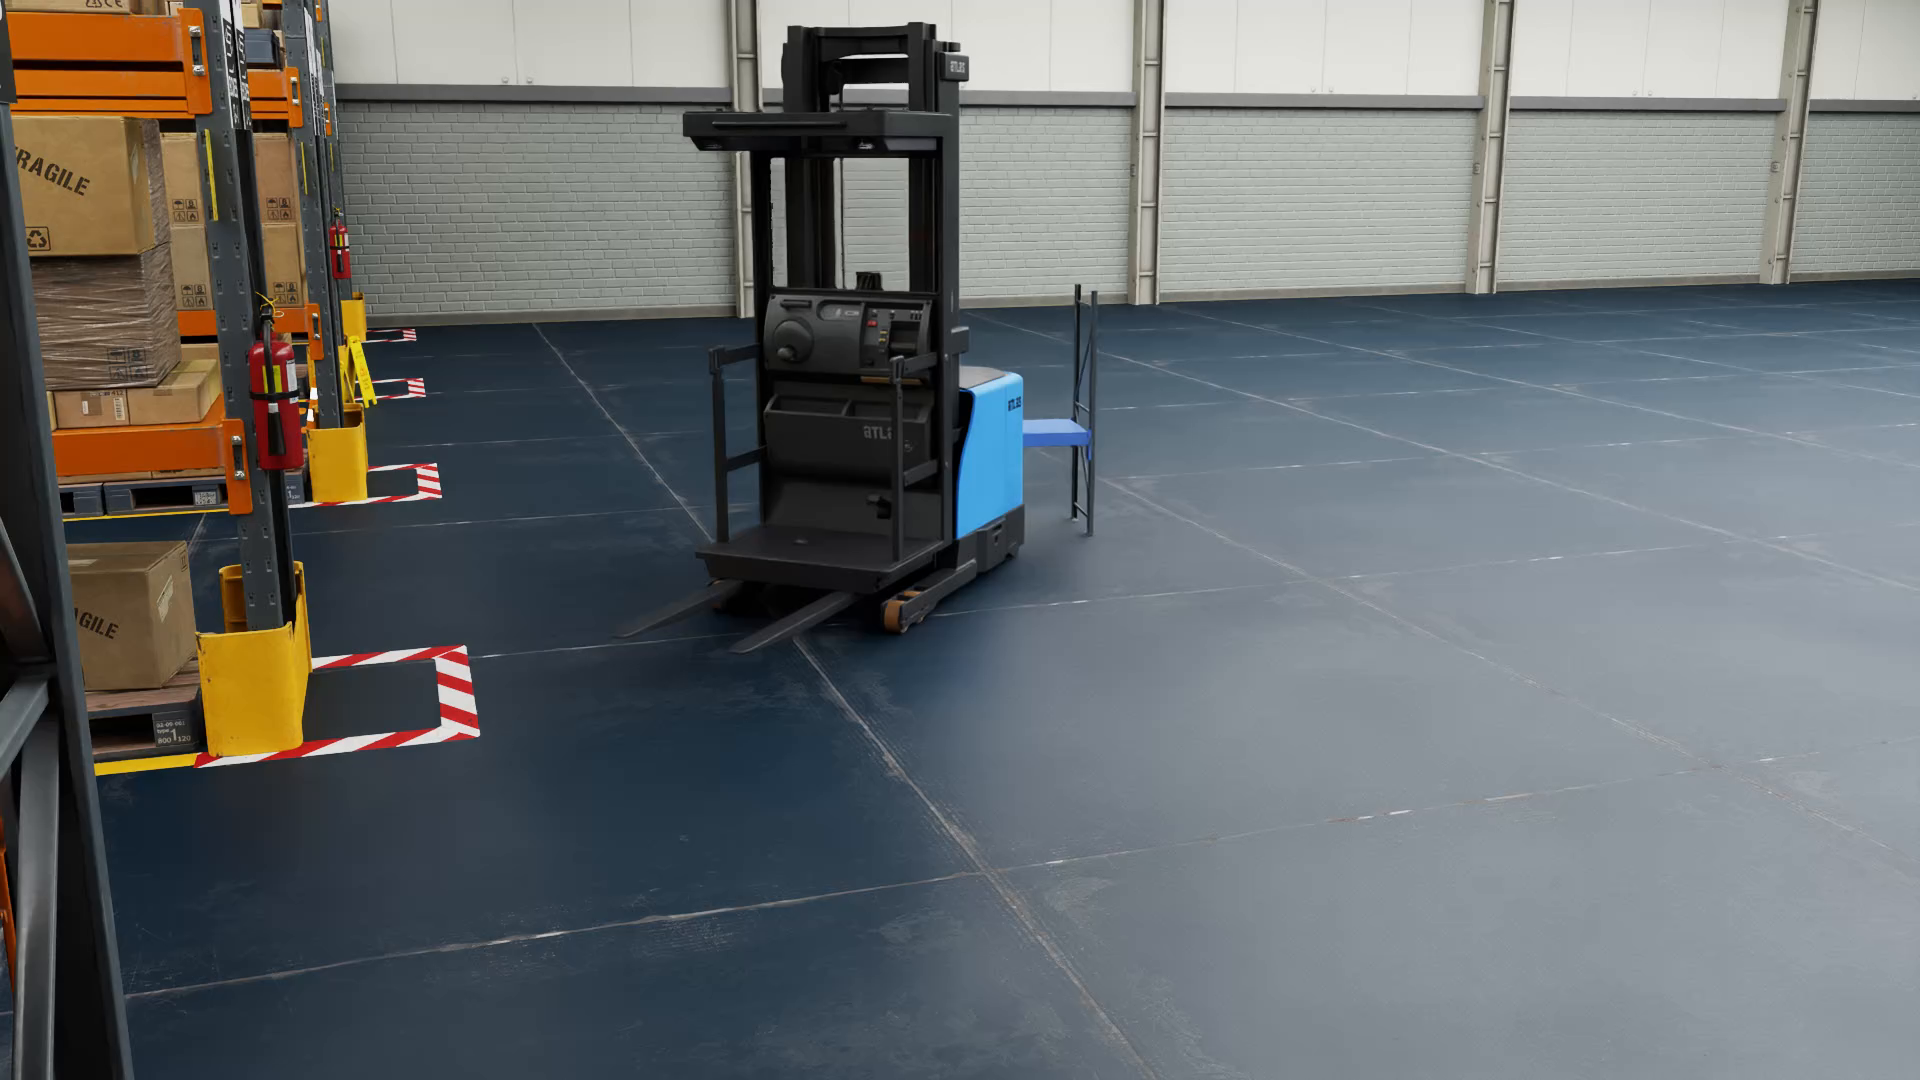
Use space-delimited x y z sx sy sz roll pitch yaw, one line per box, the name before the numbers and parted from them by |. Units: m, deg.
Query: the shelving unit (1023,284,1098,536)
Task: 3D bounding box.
shelving unit | 0.267 -0.794 10.239 1.048 1.500 0.538 -2 14 -8

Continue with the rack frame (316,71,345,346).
rack frame | -6.066 -2.919 15.932 0.127 3.000 1.000 -4 14 -18

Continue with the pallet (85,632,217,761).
pallet | -3.759 0.669 6.874 1.213 0.211 1.003 -4 14 -18

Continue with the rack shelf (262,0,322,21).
rack shelf | -9.549 -6.234 19.322 4.000 0.370 1.077 -4 14 -18

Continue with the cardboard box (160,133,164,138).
cardboard box | -7.414 -3.417 15.007 0.500 0.500 0.700 -5 14 -19

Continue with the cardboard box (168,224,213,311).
cardboard box | -5.243 -1.831 11.034 0.550 0.550 0.875 -4 14 -18

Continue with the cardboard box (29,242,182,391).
cardboard box | -3.436 -0.904 6.603 0.500 0.500 0.875 -4 14 -18

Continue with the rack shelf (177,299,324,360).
rack shelf | -6.287 -1.343 10.862 4.000 0.370 1.077 -4 14 -18

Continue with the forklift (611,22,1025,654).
forklift | -0.658 -1.077 8.335 1.130 2.935 3.031 6 14 22

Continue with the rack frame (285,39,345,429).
rack frame | -4.392 -1.841 11.399 0.127 3.000 1.000 -4 14 -18

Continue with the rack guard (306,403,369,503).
rack guard | -4.369 -0.626 11.696 0.348 0.500 1.175 -4 14 -18

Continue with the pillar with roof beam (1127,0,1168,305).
pillar with roof beam | 4.146 -7.014 20.182 0.400 9.000 9.100 -4 14 -18

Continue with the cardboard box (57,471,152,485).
cardboard box | -5.847 -0.881 11.050 0.875 0.875 0.875 -5 14 -19

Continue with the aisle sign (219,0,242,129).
aisle sign | -2.751 -1.949 6.236 0.004 0.787 0.394 -4 14 -18

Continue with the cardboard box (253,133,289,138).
cardboard box | -6.481 -3.513 15.410 0.500 0.500 0.700 -5 14 -19

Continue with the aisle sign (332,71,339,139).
aisle sign | -7.497 -5.212 19.956 0.004 0.787 0.394 -4 14 -18

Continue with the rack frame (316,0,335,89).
rack frame | -7.653 -6.926 19.813 0.127 3.000 1.000 -4 14 -18

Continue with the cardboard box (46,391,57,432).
cardboard box | -3.568 -0.509 6.342 0.250 0.149 0.380 -4 14 -18

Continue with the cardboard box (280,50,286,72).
cardboard box | -6.628 -4.471 15.657 0.500 0.250 0.500 -5 14 -19

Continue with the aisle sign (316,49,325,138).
aisle sign | -5.915 -4.125 15.383 0.004 0.787 0.394 -4 14 -18

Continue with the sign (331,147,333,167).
sign | -7.493 -4.566 19.841 0.005 0.325 0.100 -4 14 -18

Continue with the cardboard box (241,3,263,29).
cardboard box | -4.599 -3.332 10.605 0.250 0.149 0.380 -4 14 -18

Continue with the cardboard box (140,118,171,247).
cardboard box | -3.514 -1.444 6.713 0.500 0.500 0.500 -4 14 -18

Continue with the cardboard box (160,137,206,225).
cardboard box | -5.248 -2.359 10.921 0.550 0.550 0.875 -4 14 -18

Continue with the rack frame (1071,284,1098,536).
rack frame | 0.769 -0.811 10.313 0.032 1.500 0.500 -2 14 -8

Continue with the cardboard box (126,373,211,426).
cardboard box | -3.110 -0.557 6.545 0.250 0.149 0.380 -4 14 -18

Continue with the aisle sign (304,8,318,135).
aisle sign | -4.229 -3.045 10.844 0.004 0.787 0.394 -4 14 -18

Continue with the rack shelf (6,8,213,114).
rack shelf | -4.801 -1.707 5.910 4.000 0.370 1.077 -4 14 -18

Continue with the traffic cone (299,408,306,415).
traffic cone | -6.063 -1.370 14.902 0.334 0.463 0.336 -4 14 -18

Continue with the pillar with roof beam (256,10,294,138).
pillar with roof beam | -7.227 -6.128 16.459 0.400 9.000 9.100 -4 14 -18

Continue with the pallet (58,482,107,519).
pallet | -6.279 -0.319 11.026 1.213 0.211 1.003 -4 14 -18

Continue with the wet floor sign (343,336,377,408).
wet floor sign | -5.545 -1.553 15.277 0.232 0.644 0.267 0 13 1

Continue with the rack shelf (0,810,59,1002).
rack shelf | -3.222 0.839 1.690 4.000 0.370 1.077 -4 14 -18

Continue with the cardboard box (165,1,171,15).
cardboard box | -5.081 -3.294 10.447 0.250 0.149 0.380 -4 14 -17

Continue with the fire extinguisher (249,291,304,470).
fire extinguisher | -2.650 -0.615 6.414 0.183 0.674 0.296 -4 14 -18

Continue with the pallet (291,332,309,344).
pallet | -8.364 -2.585 20.554 1.213 0.211 1.003 -4 14 -18

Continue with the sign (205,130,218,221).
sign | -2.748 -1.339 6.106 0.005 0.325 0.100 -4 14 -18

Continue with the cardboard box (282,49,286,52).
cardboard box | -6.468 -4.662 15.599 0.250 0.149 0.380 -5 14 -18

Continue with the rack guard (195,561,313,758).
rack guard | -2.978 0.476 7.060 0.348 0.500 1.175 -4 14 -18

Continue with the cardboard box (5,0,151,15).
cardboard box | -3.282 -2.040 6.081 0.500 0.250 0.500 -4 14 -17

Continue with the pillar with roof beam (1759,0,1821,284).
pillar with roof beam | 15.519 -7.899 23.905 0.400 9.000 9.100 -4 14 -18

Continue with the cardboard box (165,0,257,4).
cardboard box | -4.767 -3.527 10.565 0.500 0.250 0.500 -4 14 -17
